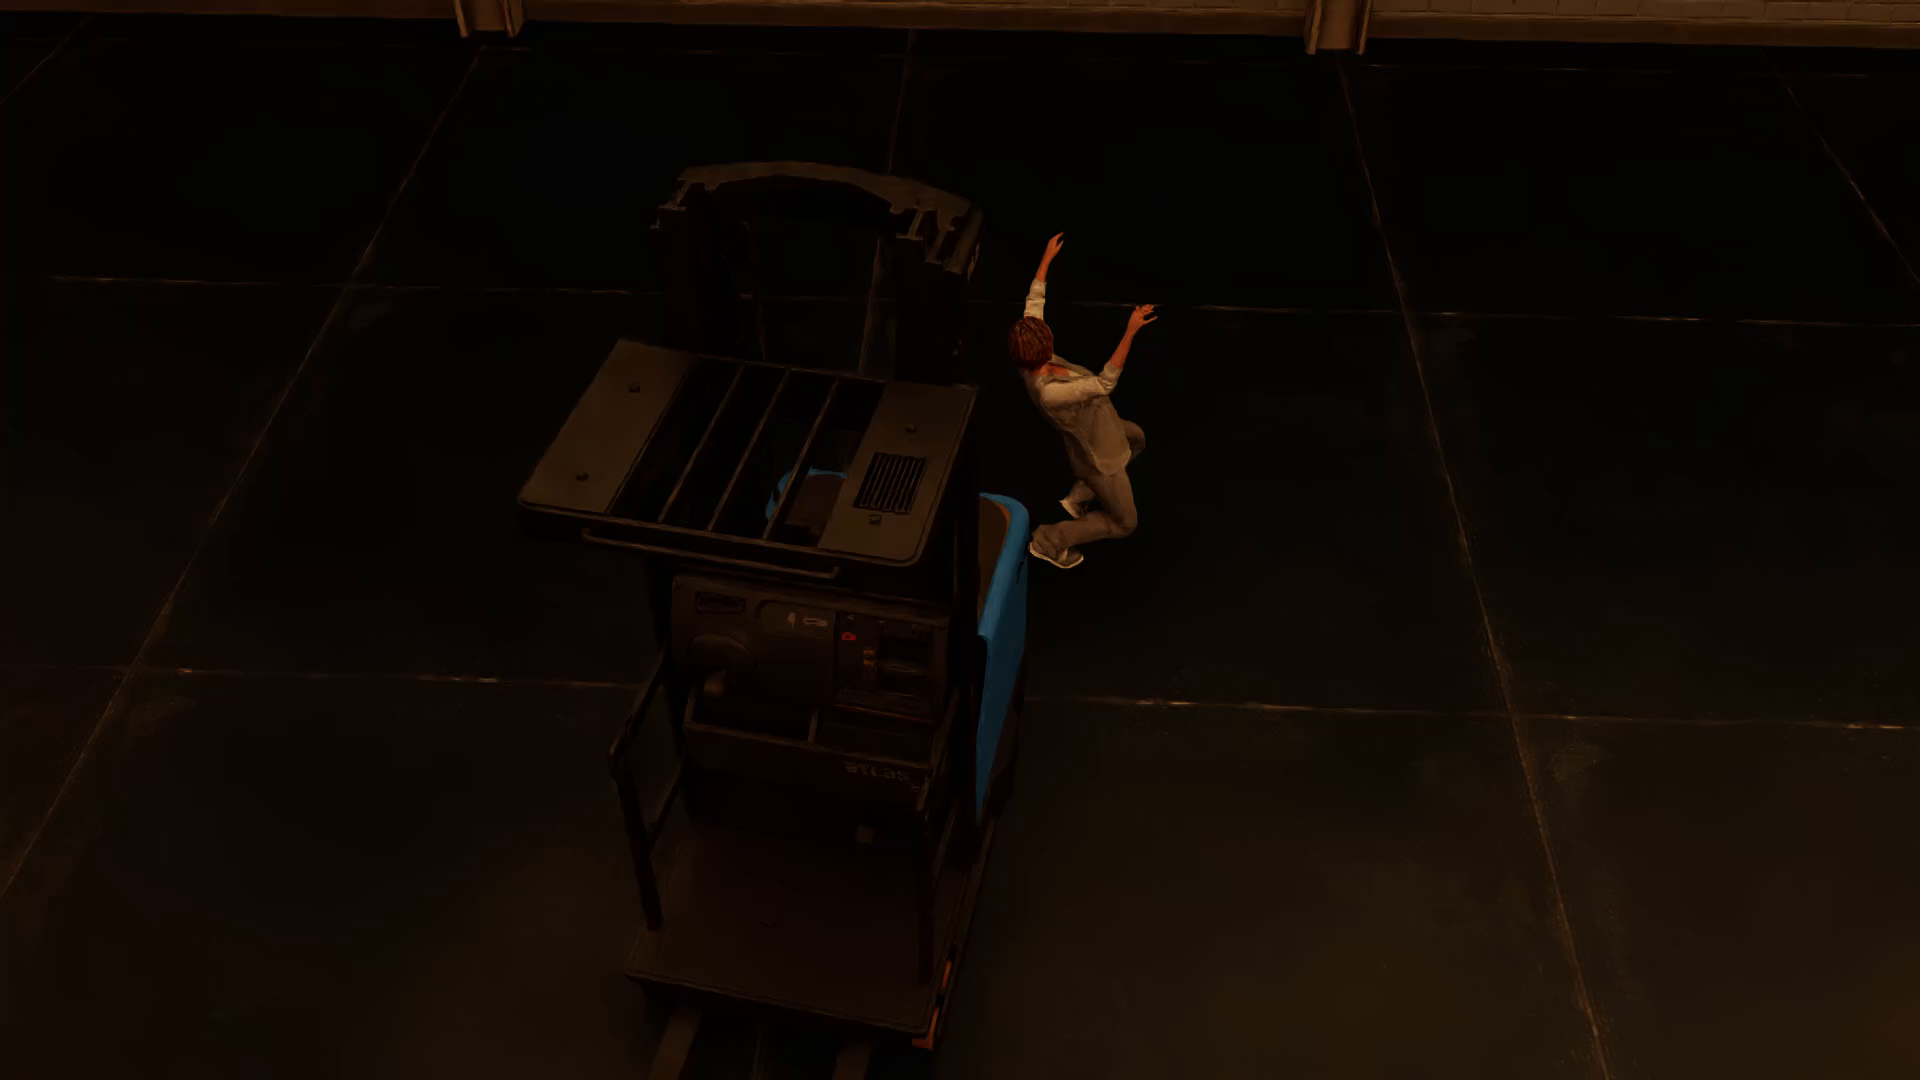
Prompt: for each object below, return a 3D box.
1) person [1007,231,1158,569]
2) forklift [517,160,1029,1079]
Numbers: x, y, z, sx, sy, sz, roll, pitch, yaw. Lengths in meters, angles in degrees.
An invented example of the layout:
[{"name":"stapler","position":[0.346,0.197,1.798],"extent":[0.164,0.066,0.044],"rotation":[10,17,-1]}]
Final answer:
[{"name":"person","position":[0.533,-0.583,7.443],"extent":[0.701,1.507,0.897],"rotation":[-5,43,-5]},{"name":"forklift","position":[-0.538,0.444,5.255],"extent":[1.130,2.935,3.031],"rotation":[9,43,9]}]
